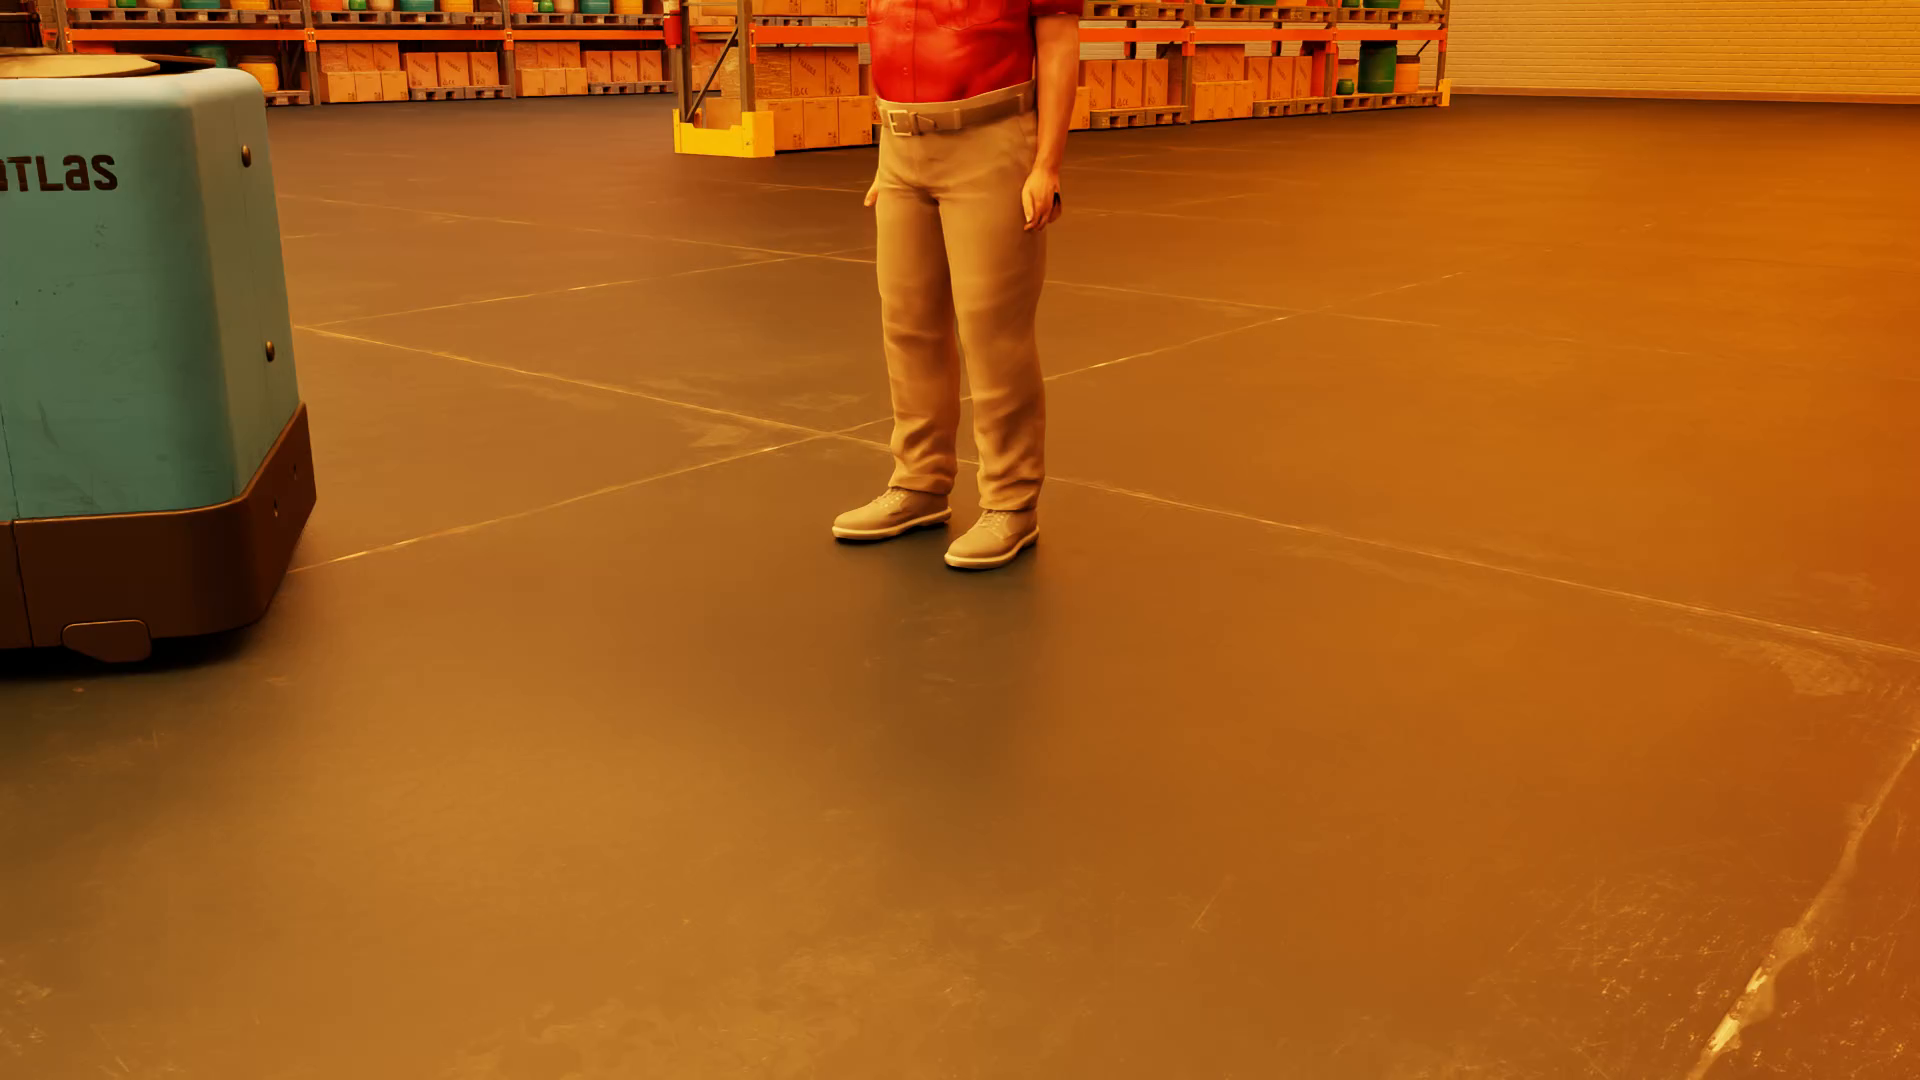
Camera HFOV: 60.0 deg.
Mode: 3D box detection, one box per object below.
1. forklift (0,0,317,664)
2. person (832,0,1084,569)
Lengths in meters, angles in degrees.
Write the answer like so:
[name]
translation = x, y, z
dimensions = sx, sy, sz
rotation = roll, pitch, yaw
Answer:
[forklift]
translation = -2.922, -1.206, 2.868
dimensions = 3.031, 2.935, 1.130
rotation = -4, 17, -13
[person]
translation = -0.006, -0.820, 3.676
dimensions = 0.526, 1.728, 0.385
rotation = 13, 21, 37
